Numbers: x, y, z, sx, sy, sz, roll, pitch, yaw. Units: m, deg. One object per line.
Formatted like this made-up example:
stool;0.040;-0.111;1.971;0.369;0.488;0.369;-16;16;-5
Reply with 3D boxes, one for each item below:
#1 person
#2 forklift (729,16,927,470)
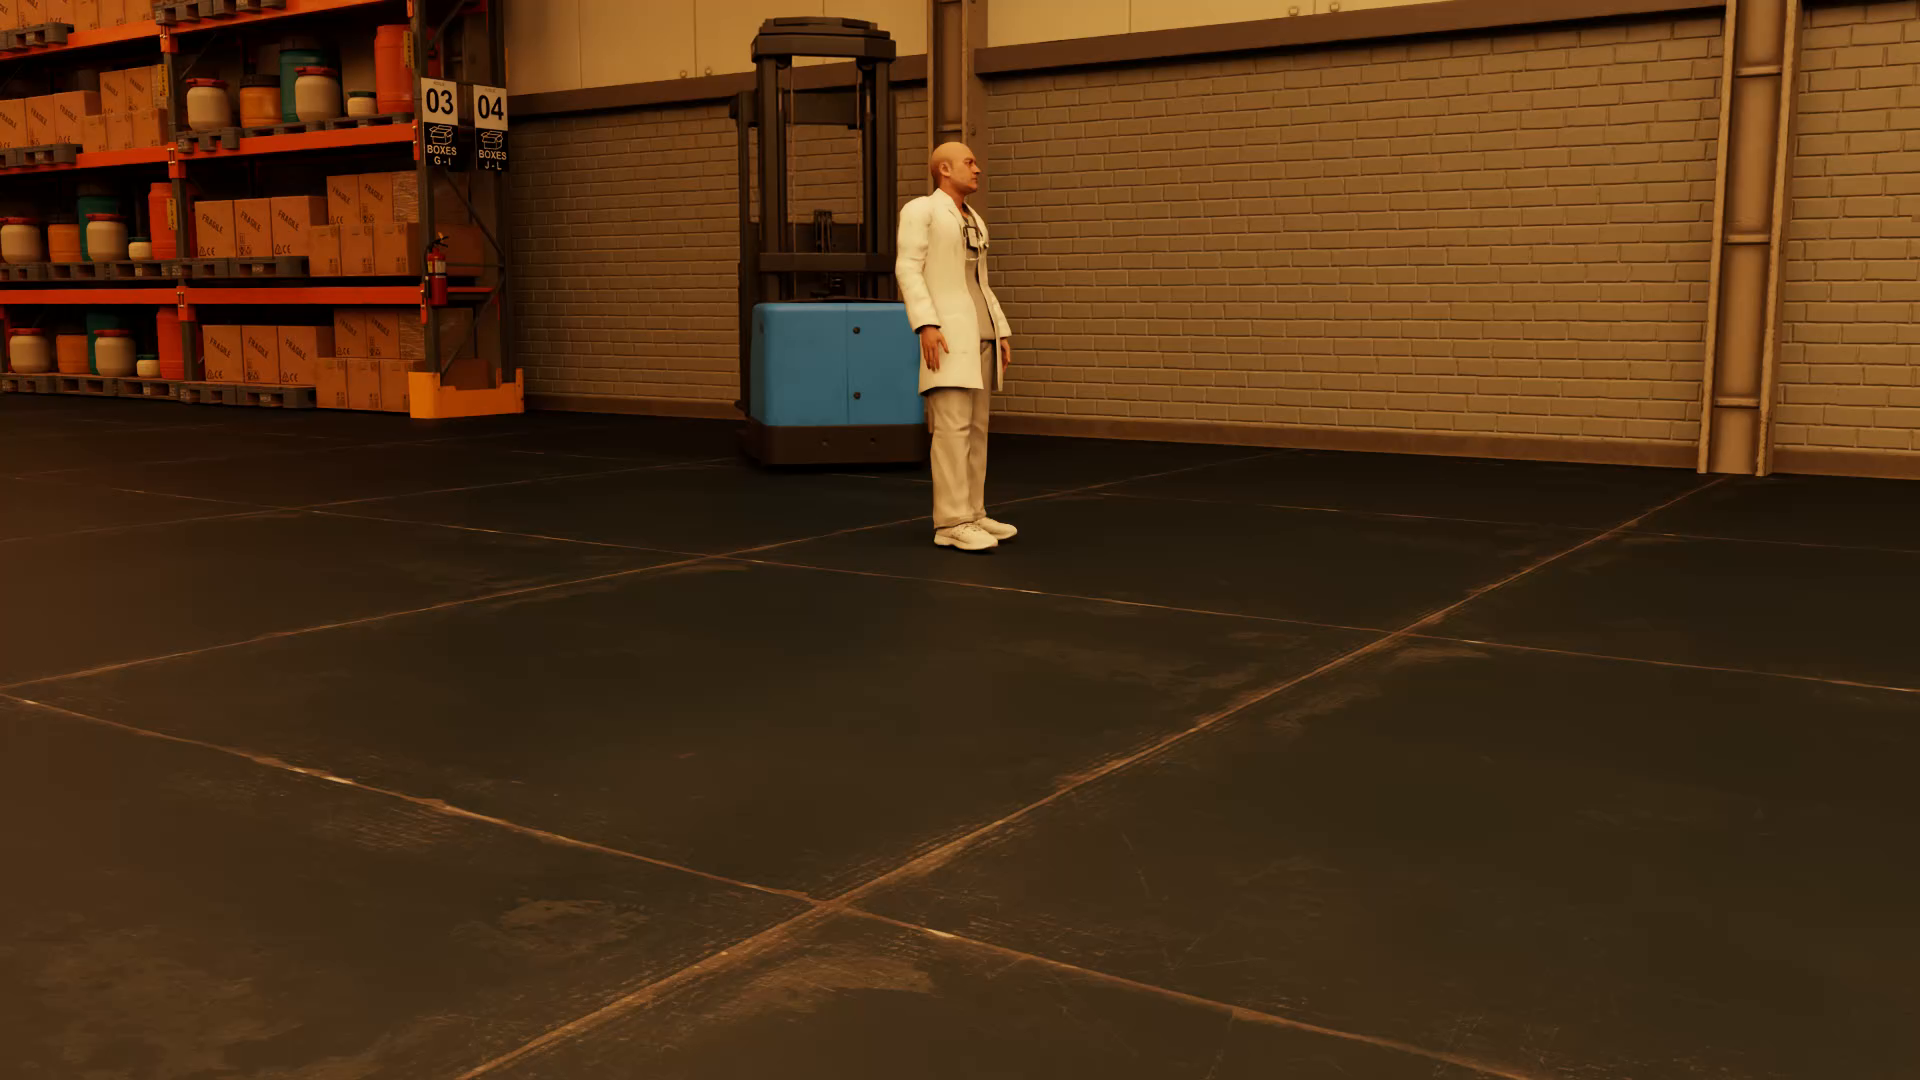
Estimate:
person;0.072;-0.880;7.423;0.581;1.776;0.696;5;10;34
forklift;-1.031;-2.071;11.757;1.130;2.935;3.031;-2;8;-12
